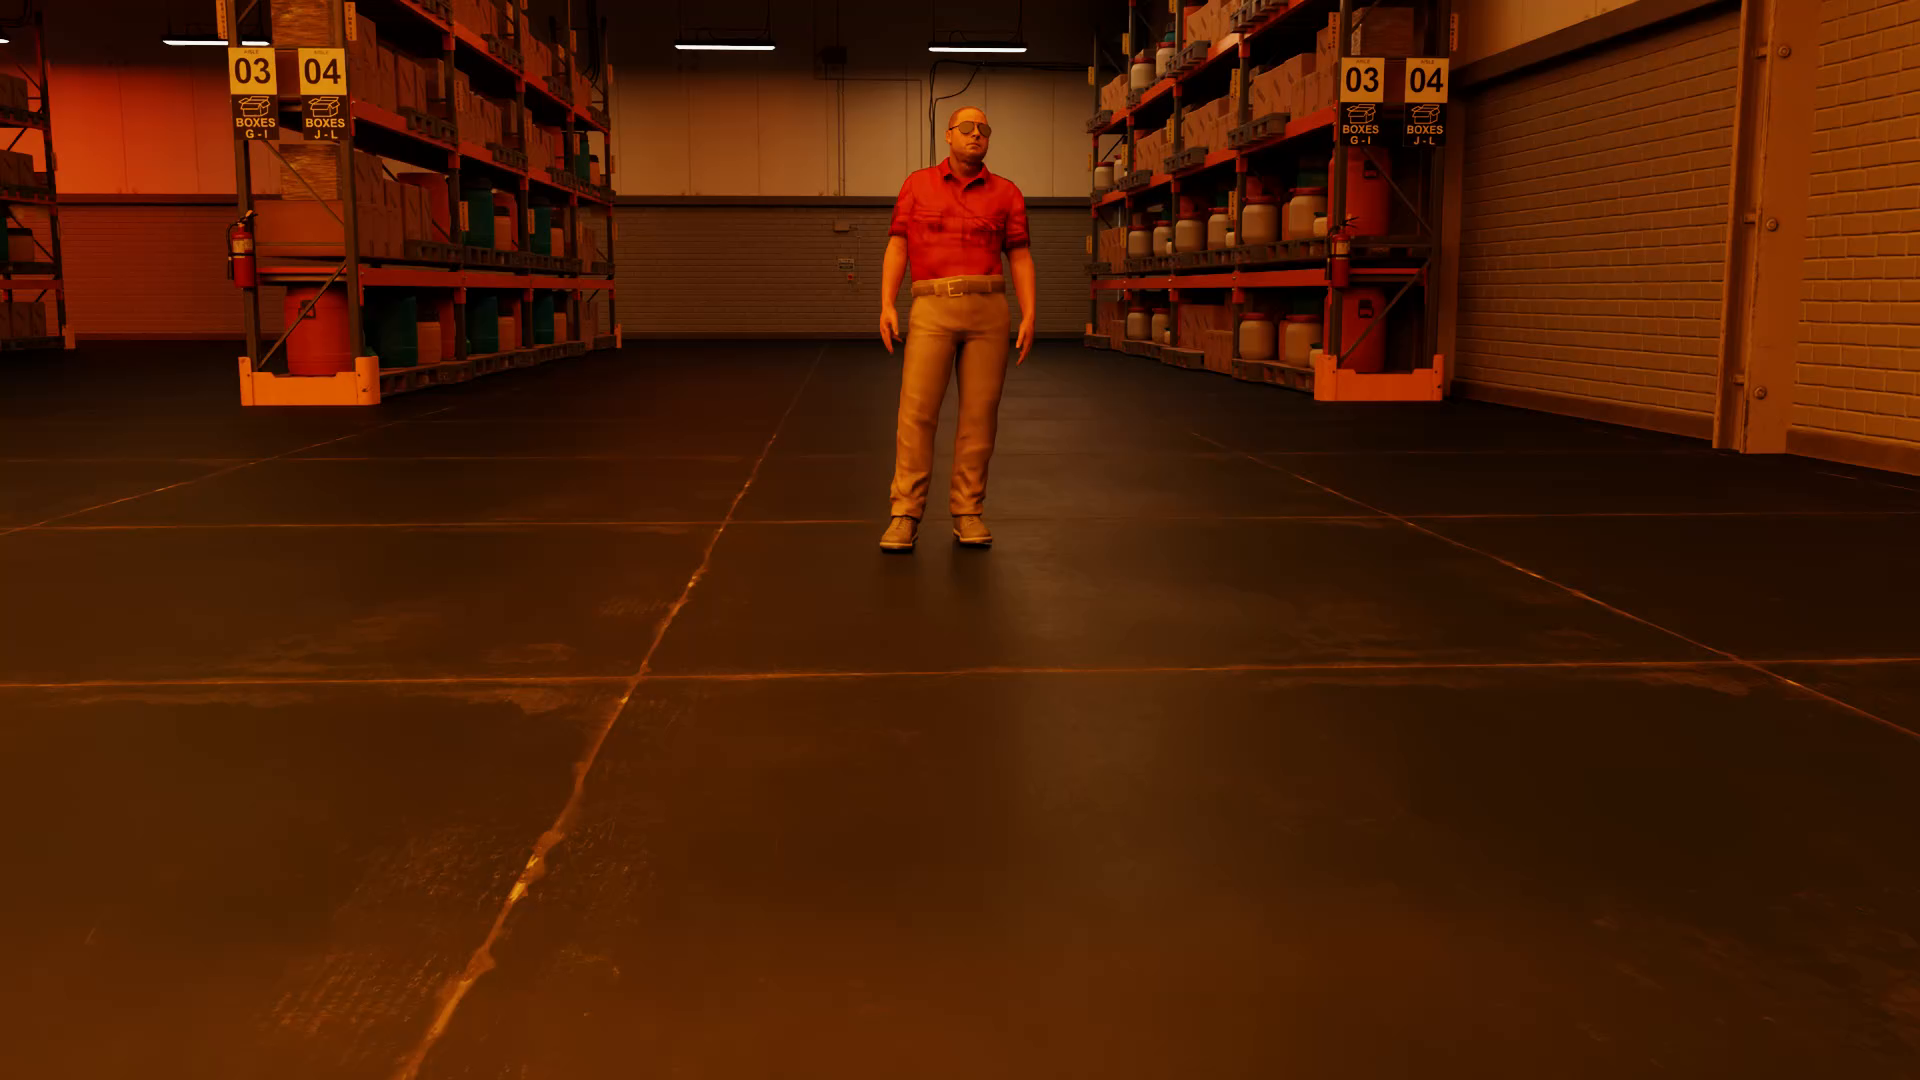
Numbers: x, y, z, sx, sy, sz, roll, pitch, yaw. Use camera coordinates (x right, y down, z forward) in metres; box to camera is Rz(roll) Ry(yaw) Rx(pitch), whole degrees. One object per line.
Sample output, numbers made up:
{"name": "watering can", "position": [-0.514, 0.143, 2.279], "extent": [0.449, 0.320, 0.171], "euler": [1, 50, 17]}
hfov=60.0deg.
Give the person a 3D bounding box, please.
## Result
{"name": "person", "position": [-0.007, -0.849, 6.593], "extent": [0.640, 1.727, 0.551], "euler": [-1, 8, -4]}
